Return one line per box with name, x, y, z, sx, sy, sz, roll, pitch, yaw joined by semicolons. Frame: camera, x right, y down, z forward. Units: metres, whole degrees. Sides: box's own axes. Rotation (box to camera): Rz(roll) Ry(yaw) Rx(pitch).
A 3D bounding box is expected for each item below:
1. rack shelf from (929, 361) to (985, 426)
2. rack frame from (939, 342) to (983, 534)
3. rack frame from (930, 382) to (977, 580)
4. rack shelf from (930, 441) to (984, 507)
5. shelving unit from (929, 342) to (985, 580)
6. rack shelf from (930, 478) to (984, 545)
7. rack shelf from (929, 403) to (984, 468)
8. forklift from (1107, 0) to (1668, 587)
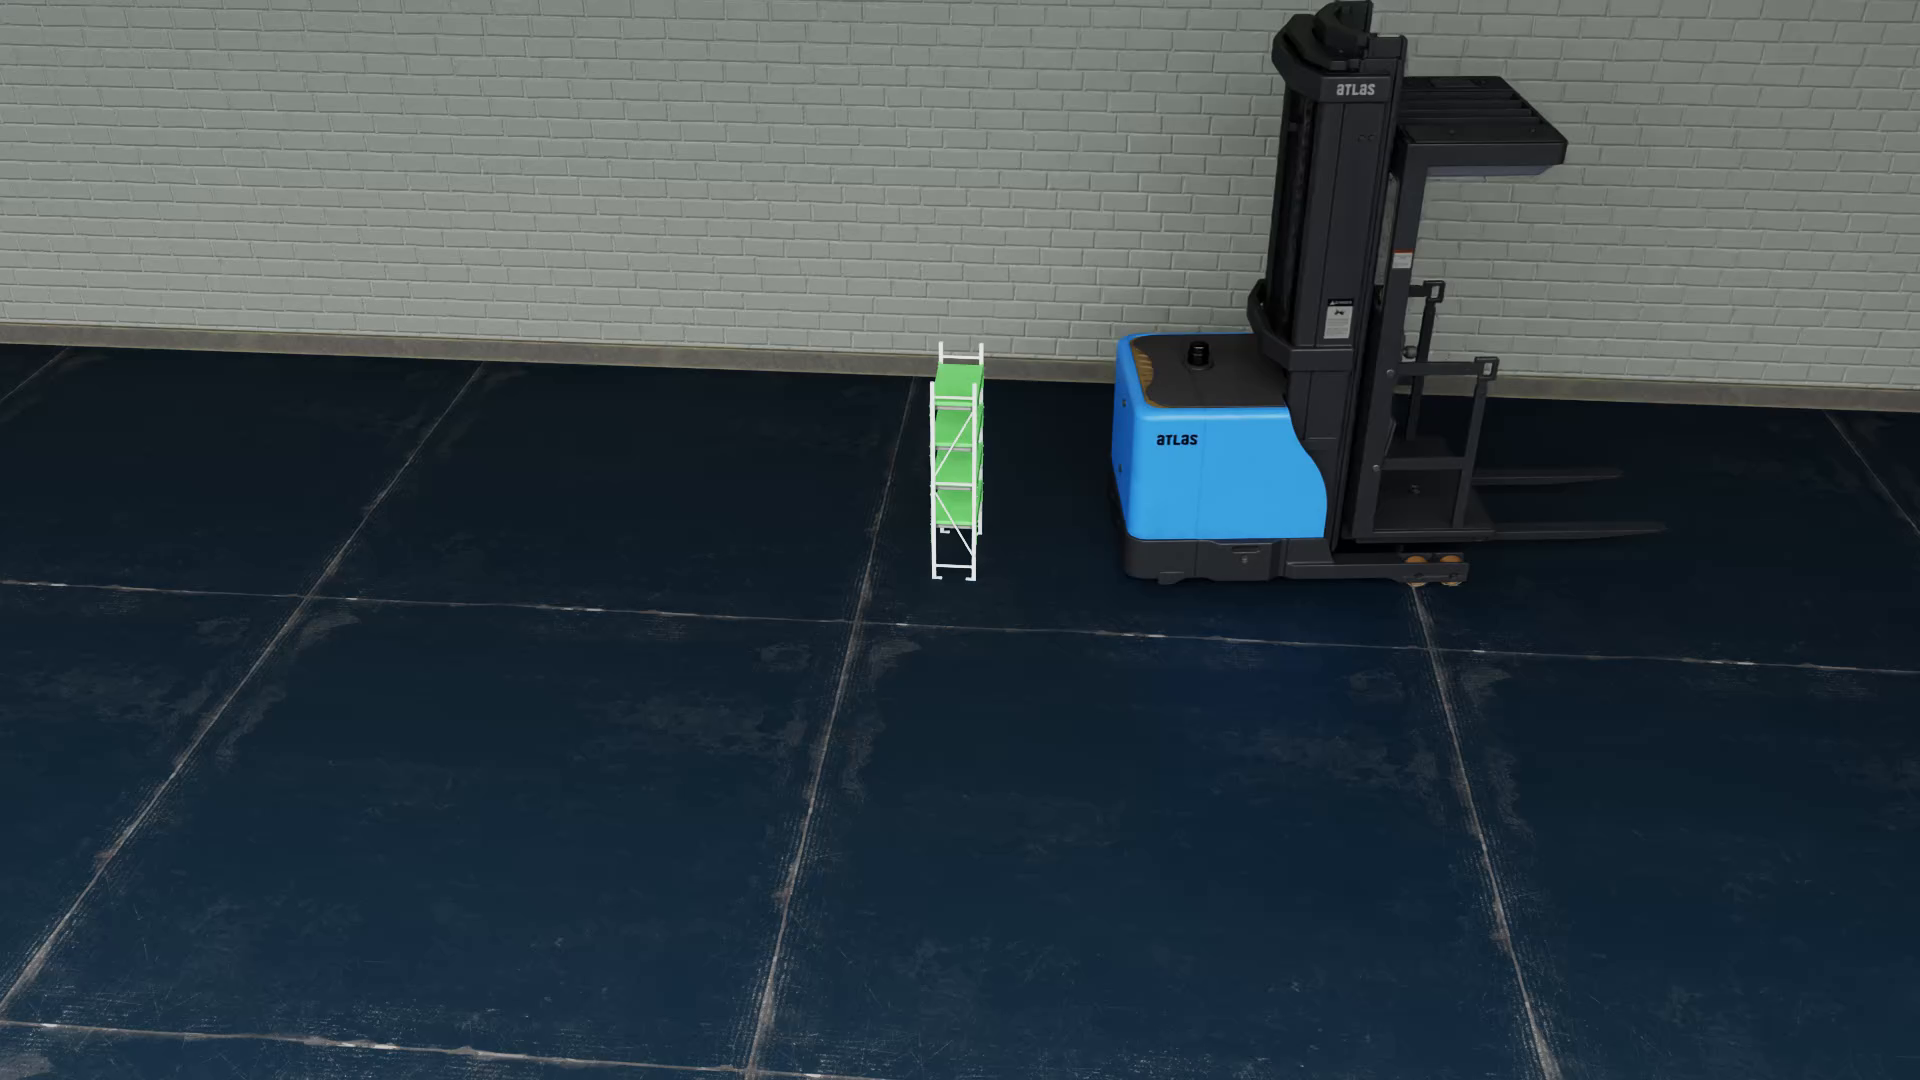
rack shelf;-0.013;-0.778;8.857;0.258;0.148;0.480;2;32;4
rack frame;0.006;-0.552;9.282;0.240;1.200;0.015;2;32;4
rack frame;-0.033;-0.297;8.868;0.240;1.200;0.015;2;32;4
rack shelf;-0.013;-0.370;9.109;0.258;0.148;0.480;2;32;4
shelving unit;-0.013;-0.424;9.075;0.258;1.200;0.503;2;32;4
rack shelf;-0.013;-0.166;9.235;0.258;0.148;0.480;2;32;4
rack shelf;-0.013;-0.574;8.983;0.258;0.148;0.480;2;32;4
forklift;2.397;-1.271;8.799;3.031;2.935;1.130;-1;32;-1
